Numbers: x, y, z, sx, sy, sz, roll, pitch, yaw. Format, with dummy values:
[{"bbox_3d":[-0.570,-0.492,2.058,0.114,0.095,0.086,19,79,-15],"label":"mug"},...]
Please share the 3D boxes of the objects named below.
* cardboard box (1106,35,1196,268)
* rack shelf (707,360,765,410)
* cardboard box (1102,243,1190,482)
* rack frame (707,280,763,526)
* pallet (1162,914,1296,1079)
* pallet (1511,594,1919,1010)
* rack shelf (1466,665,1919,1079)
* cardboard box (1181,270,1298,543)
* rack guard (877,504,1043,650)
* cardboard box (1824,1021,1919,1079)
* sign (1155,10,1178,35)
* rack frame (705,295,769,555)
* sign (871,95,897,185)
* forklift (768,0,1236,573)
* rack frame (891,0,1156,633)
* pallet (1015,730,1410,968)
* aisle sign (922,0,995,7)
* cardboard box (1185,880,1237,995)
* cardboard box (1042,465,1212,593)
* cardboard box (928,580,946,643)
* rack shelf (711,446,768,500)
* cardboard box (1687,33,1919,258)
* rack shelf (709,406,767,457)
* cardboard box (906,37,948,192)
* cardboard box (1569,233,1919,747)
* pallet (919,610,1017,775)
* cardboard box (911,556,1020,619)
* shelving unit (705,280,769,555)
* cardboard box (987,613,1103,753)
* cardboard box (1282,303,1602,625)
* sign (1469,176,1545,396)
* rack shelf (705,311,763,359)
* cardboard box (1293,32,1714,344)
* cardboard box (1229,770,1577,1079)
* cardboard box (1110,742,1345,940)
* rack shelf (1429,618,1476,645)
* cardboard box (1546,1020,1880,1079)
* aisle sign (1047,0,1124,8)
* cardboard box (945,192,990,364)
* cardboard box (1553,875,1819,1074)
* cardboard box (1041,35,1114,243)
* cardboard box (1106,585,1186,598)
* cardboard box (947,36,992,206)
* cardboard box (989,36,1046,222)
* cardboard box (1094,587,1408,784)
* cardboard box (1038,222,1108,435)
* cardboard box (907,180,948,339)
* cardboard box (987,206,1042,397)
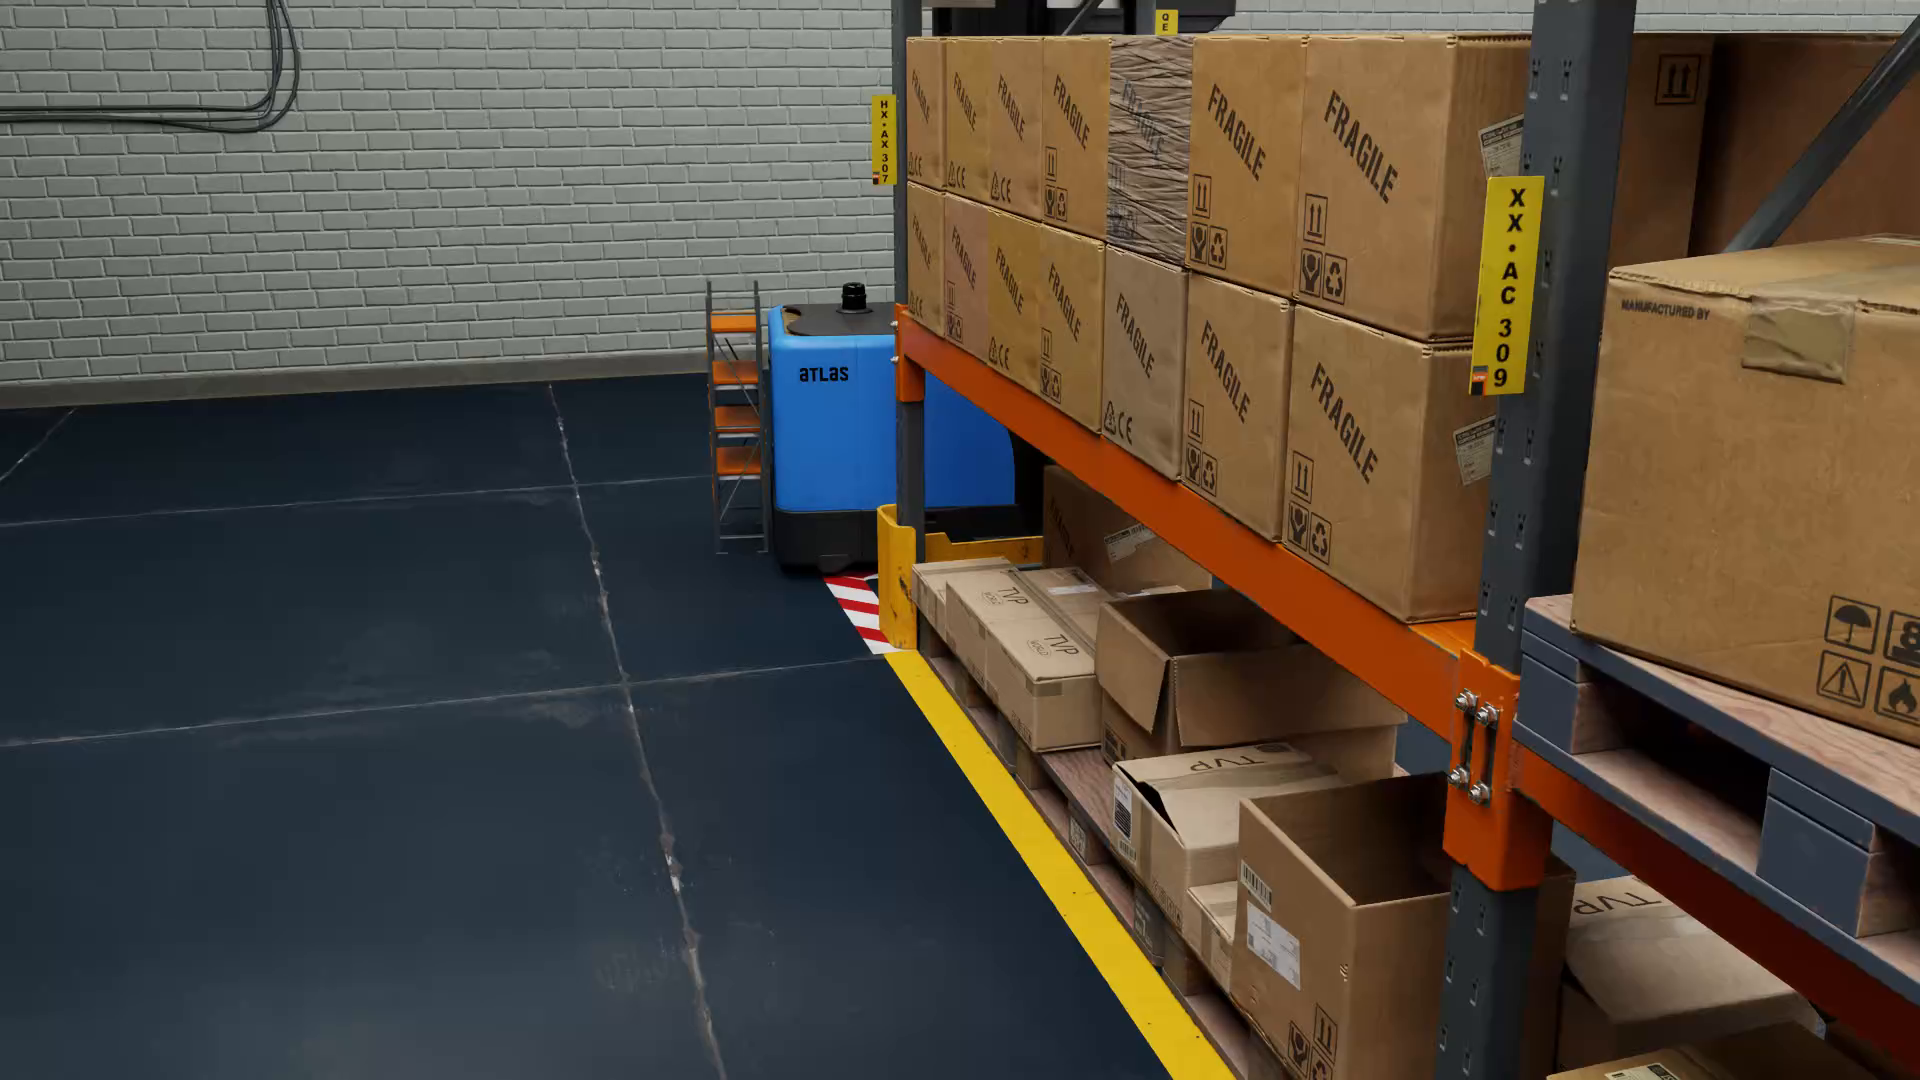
[{"bbox_3d":[0.673,-0.937,3.944,0.500,0.500,0.500,-5,17,-15],"label":"cardboard box"},{"bbox_3d":[-1.044,-0.730,7.754,0.258,0.148,0.480,-2,17,-7],"label":"rack shelf"},{"bbox_3d":[0.672,-0.460,4.095,0.500,0.500,0.500,-4,17,-14],"label":"cardboard box"},{"bbox_3d":[-1.076,-0.650,8.031,0.240,1.200,0.015,-2,17,-7],"label":"rack frame"},{"bbox_3d":[1.154,1.136,3.803,1.003,0.211,1.213,-5,17,-15],"label":"pallet"},{"bbox_3d":[1.457,0.312,2.033,1.003,0.211,1.213,-5,17,-15],"label":"pallet"},{"bbox_3d":[1.892,0.888,1.031,1.077,0.370,4.000,-5,17,-15],"label":"rack shelf"},{"bbox_3d":[0.815,-0.318,3.622,0.500,0.500,0.500,-4,17,-14],"label":"cardboard box"},{"bbox_3d":[0.264,0.102,6.743,1.175,0.500,0.348,-5,17,-15],"label":"rack guard"},{"bbox_3d":[1.753,1.091,2.687,0.500,0.500,0.500,-5,17,-16],"label":"cardboard box"},{"bbox_3d":[0.782,-1.860,6.368,0.100,0.325,0.005,-5,17,-15],"label":"sign"},{"bbox_3d":[-1.012,-0.511,7.567,0.240,1.200,0.015,-2,17,-7],"label":"rack frame"},{"bbox_3d":[-0.279,-1.488,6.185,0.100,0.325,0.005,-5,17,-15],"label":"sign"},{"bbox_3d":[0.625,-1.427,7.609,3.031,2.935,1.130,-2,17,-7],"label":"forklift"},{"bbox_3d":[0.243,-1.116,6.453,1.000,3.000,0.127,-5,17,-15],"label":"rack frame"},{"bbox_3d":[0.816,0.798,4.929,1.003,0.211,1.213,-5,17,-15],"label":"pallet"},{"bbox_3d":[-0.058,-2.357,6.064,0.394,0.787,0.004,-5,17,-15],"label":"aisle sign"},{"bbox_3d":[0.752,0.911,3.896,0.380,0.149,0.250,-5,17,-15],"label":"cardboard box"},{"bbox_3d":[0.629,0.001,6.313,0.500,0.500,0.500,-5,17,-15],"label":"cardboard box"},{"bbox_3d":[0.096,0.243,6.091,0.380,0.166,0.250,-5,17,-15],"label":"cardboard box"},{"bbox_3d":[-1.044,-0.326,7.875,0.258,0.148,0.480,-2,17,-7],"label":"rack shelf"},{"bbox_3d":[1.483,-0.689,3.119,0.500,0.500,0.500,-4,17,-14],"label":"cardboard box"},{"bbox_3d":[-1.044,-0.516,7.818,0.258,0.148,0.480,-2,17,-7],"label":"rack shelf"},{"bbox_3d":[0.111,-1.499,5.817,0.500,0.500,0.500,-4,17,-14],"label":"cardboard box"},{"bbox_3d":[1.257,-0.110,2.200,0.700,0.500,0.500,-12,20,-34],"label":"cardboard box"},{"bbox_3d":[0.484,0.461,6.050,1.003,0.211,1.213,-5,17,-15],"label":"pallet"},{"bbox_3d":[0.028,0.182,6.324,0.380,0.149,0.250,-5,17,-15],"label":"cardboard box"},{"bbox_3d":[-1.044,-0.580,7.799,0.258,1.200,0.503,-2,17,-7],"label":"shelving unit"},{"bbox_3d":[0.395,0.440,5.289,0.500,0.250,0.500,-5,17,-15],"label":"cardboard box"},{"bbox_3d":[0.958,-0.175,3.148,0.500,0.500,0.500,-4,17,-14],"label":"cardboard box"},{"bbox_3d":[0.823,-0.379,2.495,0.100,0.325,0.005,-5,17,-15],"label":"sign"},{"bbox_3d":[-1.044,-0.957,7.686,0.258,0.148,0.480,-2,17,-7],"label":"rack shelf"},{"bbox_3d":[0.954,-0.656,3.009,0.500,0.500,0.500,-5,17,-15],"label":"cardboard box"},{"bbox_3d":[0.913,0.842,3.516,0.500,0.500,0.500,-5,17,-15],"label":"cardboard box"},{"bbox_3d":[0.707,0.725,4.234,0.500,0.311,0.500,-5,17,-15],"label":"cardboard box"},{"bbox_3d":[0.793,-0.312,4.687,0.919,0.124,3.809,-5,17,-15],"label":"rack shelf"},{"bbox_3d":[1.241,1.130,2.556,0.500,0.500,0.500,-6,18,-18],"label":"cardboard box"},{"bbox_3d":[0.519,-2.404,6.222,0.394,0.787,0.004,-5,17,-15],"label":"aisle sign"},{"bbox_3d":[0.258,-0.878,5.487,0.500,0.500,0.500,-5,17,-16],"label":"cardboard box"},{"bbox_3d":[1.435,0.934,3.536,0.500,0.311,0.500,-5,17,-15],"label":"cardboard box"},{"bbox_3d":[0.536,-1.076,4.408,0.500,0.500,0.500,-5,17,-16],"label":"cardboard box"},{"bbox_3d":[0.654,0.280,5.965,0.380,0.166,0.250,-5,17,-15],"label":"cardboard box"},{"bbox_3d":[0.262,-1.355,5.337,0.500,0.500,0.500,-5,17,-15],"label":"cardboard box"},{"bbox_3d":[0.395,-1.216,4.875,0.500,0.500,0.500,-4,17,-14],"label":"cardboard box"},{"bbox_3d":[0.821,0.456,4.794,0.797,0.503,0.637,-5,17,-15],"label":"cardboard box"},{"bbox_3d":[0.529,-0.600,4.563,0.500,0.500,0.500,-4,17,-15],"label":"cardboard box"},{"bbox_3d":[0.111,-1.020,5.960,0.500,0.500,0.500,-4,17,-14],"label":"cardboard box"},{"bbox_3d":[0.393,-0.739,5.024,0.500,0.500,0.500,-5,17,-15],"label":"cardboard box"}]
